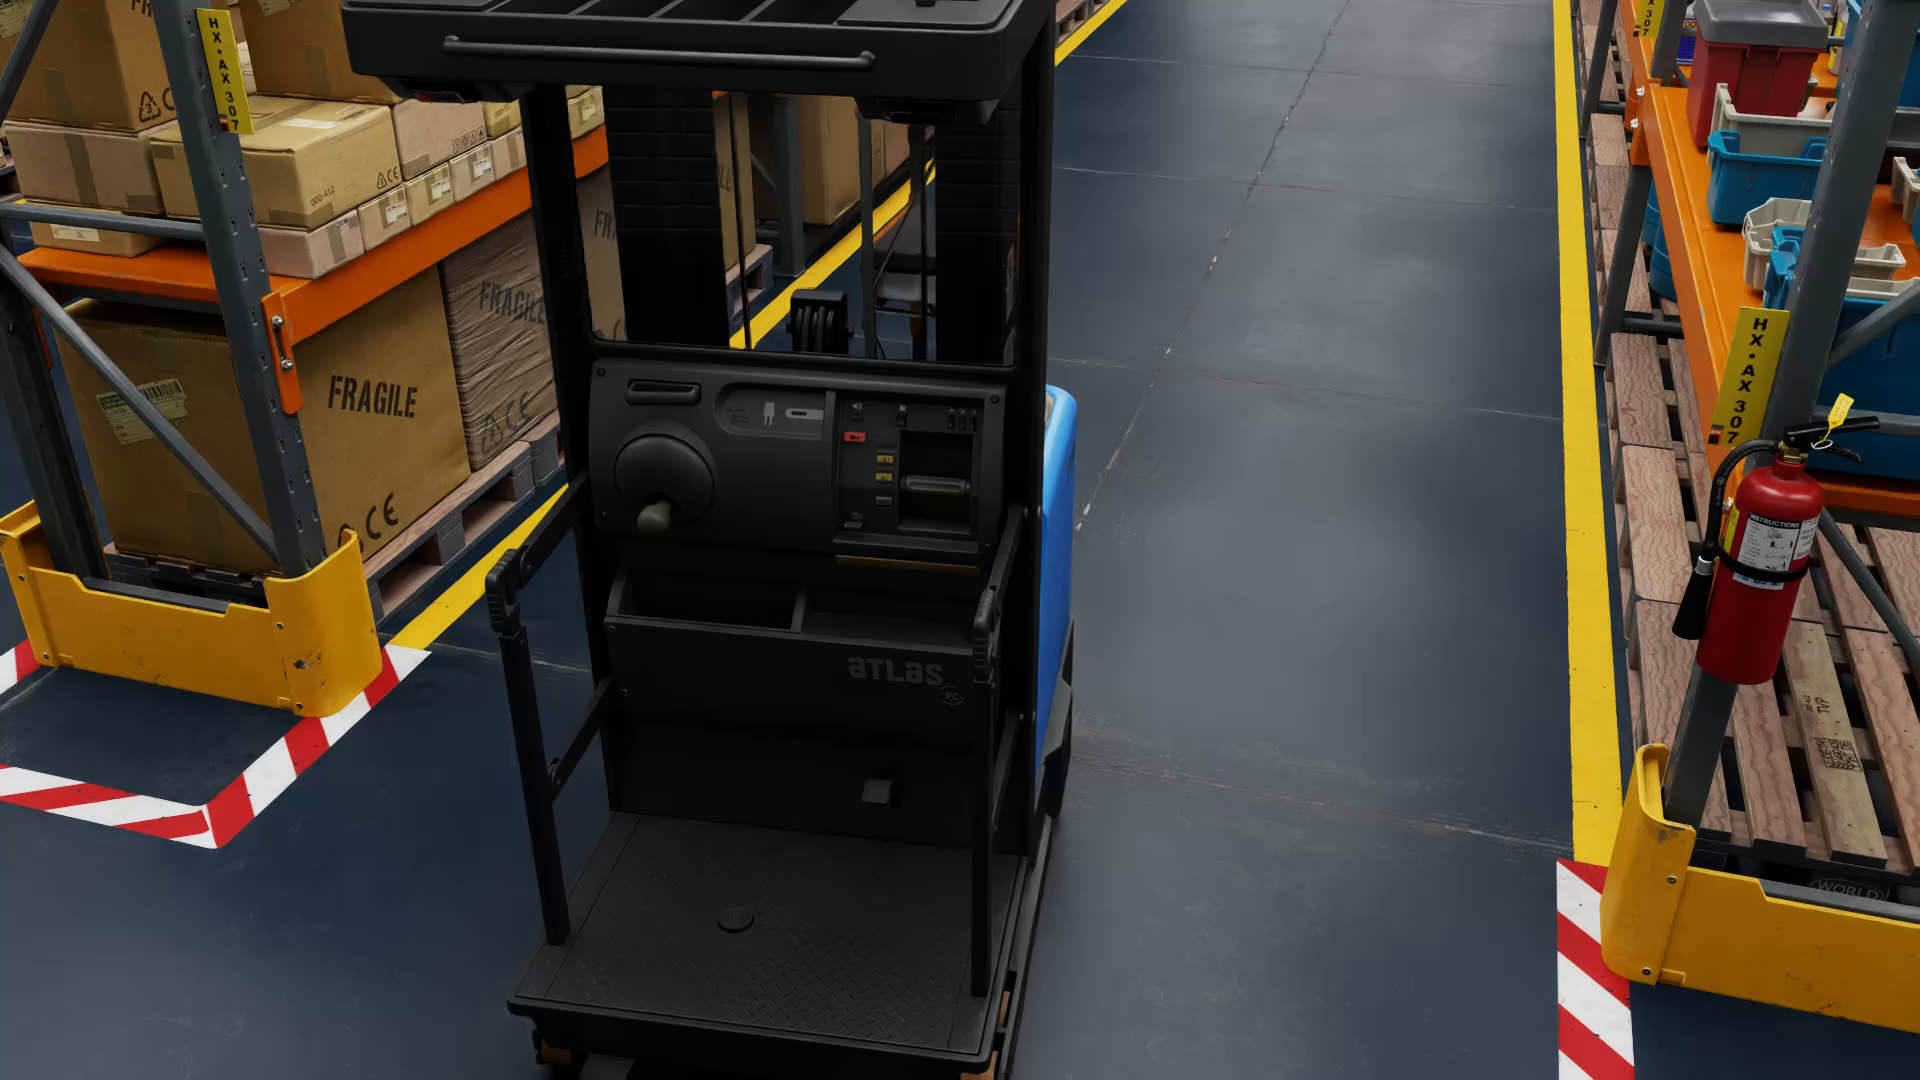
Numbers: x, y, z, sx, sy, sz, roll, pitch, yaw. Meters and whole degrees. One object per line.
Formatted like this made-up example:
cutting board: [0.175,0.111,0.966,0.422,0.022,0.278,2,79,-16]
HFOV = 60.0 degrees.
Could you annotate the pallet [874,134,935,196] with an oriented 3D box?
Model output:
pallet: [-0.801,-2.493,10.515,1.003,0.211,1.213,8,30,15]

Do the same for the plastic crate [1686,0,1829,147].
plastic crate: [2.921,-1.742,6.169,0.402,0.464,0.583,8,30,15]

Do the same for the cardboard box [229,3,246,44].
cardboard box: [-5.259,-3.417,11.446,0.500,0.500,0.500,9,30,16]

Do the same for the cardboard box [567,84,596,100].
cardboard box: [-1.642,-1.883,6.397,0.500,0.250,0.500,8,30,14]

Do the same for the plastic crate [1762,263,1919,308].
plastic crate: [2.414,-0.657,4.554,0.396,0.136,0.243,8,30,15]

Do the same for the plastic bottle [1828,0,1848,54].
plastic bottle: [4.030,-2.344,7.505,0.152,0.276,0.135,8,30,15]

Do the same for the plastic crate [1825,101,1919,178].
plastic crate: [3.351,-1.415,5.929,0.437,0.125,0.590,8,30,15]

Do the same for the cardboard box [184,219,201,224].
cardboard box: [-2.622,-1.139,5.470,0.380,0.149,0.250,9,30,15]

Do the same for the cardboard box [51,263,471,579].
cardboard box: [-2.375,-0.479,5.779,0.875,0.875,0.875,8,30,15]

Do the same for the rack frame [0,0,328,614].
rack frame: [-2.486,-0.915,4.809,1.000,3.000,0.127,8,30,15]

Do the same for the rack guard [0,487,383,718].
rack guard: [-2.493,0.189,5.397,1.175,0.500,0.348,8,30,15]

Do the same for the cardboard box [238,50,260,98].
cardboard box: [-2.448,-1.478,5.670,0.500,0.250,0.500,8,30,14]

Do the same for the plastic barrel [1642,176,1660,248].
plastic barrel: [3.806,-1.913,8.330,0.600,0.901,0.708,8,30,15]

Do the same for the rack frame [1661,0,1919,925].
rack frame: [2.248,-0.208,3.539,1.000,3.000,0.127,8,30,15]

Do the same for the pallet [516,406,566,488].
pallet: [-1.966,-0.644,7.191,1.003,0.211,1.213,8,30,15]

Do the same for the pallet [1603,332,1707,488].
pallet: [3.244,-0.501,6.934,1.003,0.211,1.213,8,30,15]

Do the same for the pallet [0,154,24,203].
pallet: [-6.187,-1.993,9.615,1.003,0.211,1.213,8,30,15]

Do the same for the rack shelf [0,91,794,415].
rack shelf: [-1.899,-1.530,6.655,1.077,0.370,4.000,8,30,15]

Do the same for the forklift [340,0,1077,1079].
forklift: [-0.398,-0.132,3.472,1.130,2.935,3.031,5,29,8]

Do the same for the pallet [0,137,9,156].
pallet: [-5.797,-2.672,10.836,1.003,0.211,1.213,8,30,15]

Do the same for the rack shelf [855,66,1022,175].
rack shelf: [-0.049,-1.440,5.268,0.431,0.518,0.480,8,30,15]

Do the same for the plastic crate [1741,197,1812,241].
plastic crate: [2.541,-0.930,5.045,0.298,0.136,0.250,8,30,15]

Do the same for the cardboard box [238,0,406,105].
cardboard box: [-1.941,-1.724,5.341,0.500,0.500,0.500,8,30,14]

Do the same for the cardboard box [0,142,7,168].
cardboard box: [-5.813,-2.235,9.683,0.380,0.149,0.250,9,30,16]

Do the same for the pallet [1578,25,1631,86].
pallet: [5.221,-3.627,12.553,1.003,0.211,1.213,8,30,15]

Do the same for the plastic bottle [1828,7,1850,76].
plastic bottle: [3.848,-2.182,7.137,0.144,0.351,0.185,8,30,15]

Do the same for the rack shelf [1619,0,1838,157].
rack shelf: [4.010,-2.682,8.726,1.077,0.370,4.000,8,30,15]

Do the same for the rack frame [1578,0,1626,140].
rack frame: [4.597,-3.926,10.222,1.000,3.000,0.127,8,30,15]

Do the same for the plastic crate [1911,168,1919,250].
plastic crate: [3.110,-0.980,5.037,0.416,0.233,0.300,8,30,15]

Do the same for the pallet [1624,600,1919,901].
pallet: [2.528,0.633,4.896,1.003,0.211,1.213,8,30,15]

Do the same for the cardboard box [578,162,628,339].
cardboard box: [-1.847,-1.315,7.283,0.875,0.875,0.875,8,30,15]

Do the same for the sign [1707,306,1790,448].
sign: [1.718,-0.351,3.627,0.100,0.325,0.005,8,30,15]

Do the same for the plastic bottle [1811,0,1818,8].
plastic bottle: [4.049,-2.626,8.012,0.152,0.276,0.135,8,30,15]

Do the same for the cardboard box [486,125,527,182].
cardboard box: [-1.767,-1.401,5.941,0.380,0.149,0.250,8,30,14]

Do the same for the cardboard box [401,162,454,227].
cardboard box: [-1.918,-1.162,5.511,0.380,0.149,0.250,8,30,14]

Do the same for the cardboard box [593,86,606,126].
cardboard box: [-1.541,-1.760,6.587,0.380,0.149,0.250,9,30,16]

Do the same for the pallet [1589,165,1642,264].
pallet: [4.045,-1.770,9.215,1.003,0.211,1.213,8,30,15]

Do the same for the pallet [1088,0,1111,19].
pallet: [0.809,-4.911,14.861,1.003,0.211,1.213,8,30,15]

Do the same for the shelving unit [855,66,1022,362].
shelving unit: [-0.049,-0.841,5.601,0.431,2.100,0.503,8,30,15]

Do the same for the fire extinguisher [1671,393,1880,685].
fire extinguisher: [1.770,-0.006,3.639,0.296,0.674,0.183,8,30,15]

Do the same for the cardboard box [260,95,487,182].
cardboard box: [-1.941,-1.406,5.541,0.500,0.250,0.500,8,30,14]

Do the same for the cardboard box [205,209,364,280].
cardboard box: [-2.067,-0.923,5.082,0.380,0.149,0.250,9,30,15]

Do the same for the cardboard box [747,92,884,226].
cardboard box: [-1.143,-2.329,9.105,1.225,0.875,0.875,9,30,15]

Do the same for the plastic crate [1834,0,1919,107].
plastic crate: [3.612,-1.821,6.392,0.392,0.384,0.575,8,30,15]

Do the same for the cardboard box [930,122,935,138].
cardboard box: [-0.630,-3.157,10.593,1.225,0.875,0.875,9,30,15]

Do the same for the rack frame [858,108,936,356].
rack frame: [-0.120,-0.727,5.397,0.400,2.100,0.015,8,30,15]
